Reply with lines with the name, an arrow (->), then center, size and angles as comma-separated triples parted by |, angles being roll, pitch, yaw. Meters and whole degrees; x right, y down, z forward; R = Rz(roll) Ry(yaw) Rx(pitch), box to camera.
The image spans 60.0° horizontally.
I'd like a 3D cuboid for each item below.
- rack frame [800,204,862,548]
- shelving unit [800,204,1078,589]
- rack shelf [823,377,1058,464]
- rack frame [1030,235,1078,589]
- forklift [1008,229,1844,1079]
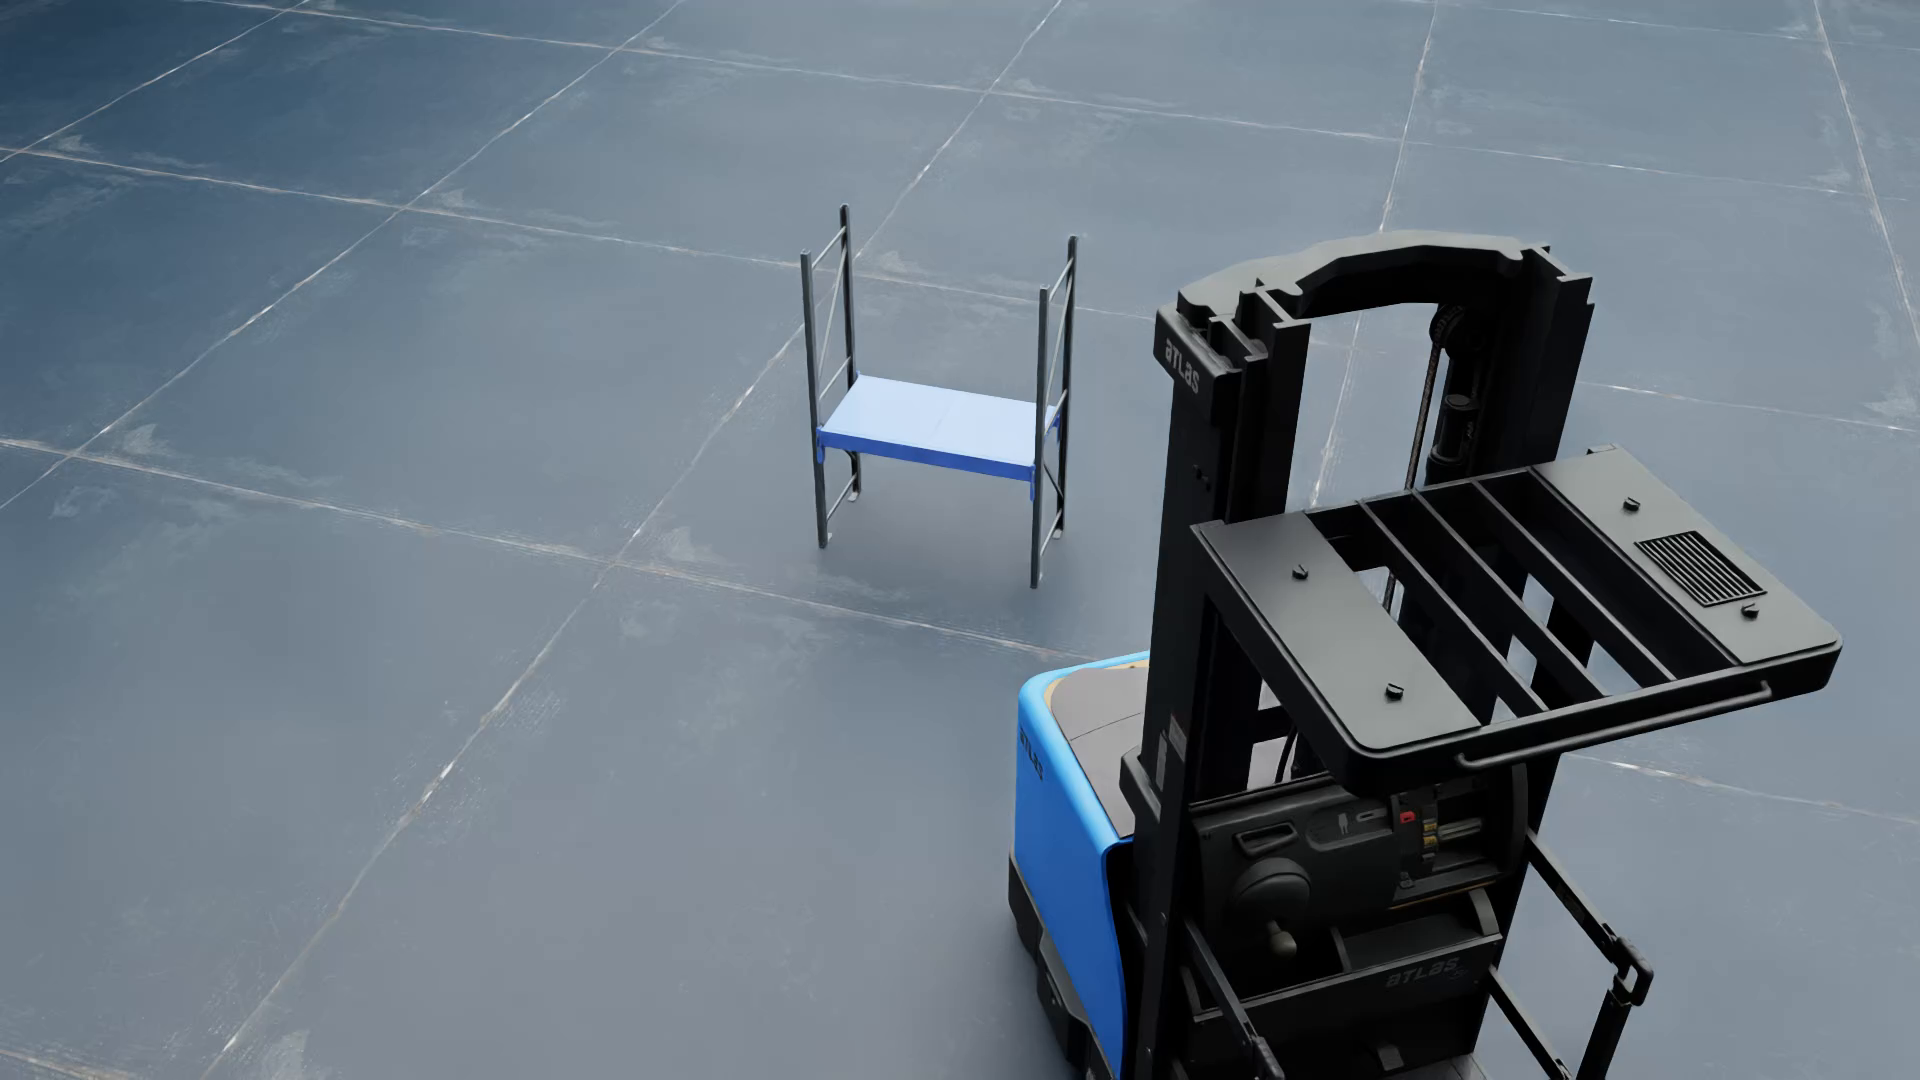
rack frame -> -0.567, -0.709, 7.448 | 0.032, 1.500, 0.500 | 10, 38, 14
shelving unit -> -0.081, -0.619, 7.326 | 1.048, 1.500, 0.500 | 10, 38, 14
rack shelf -> -0.081, -0.514, 7.404 | 0.952, 0.062, 0.459 | 10, 38, 14
rack frame -> 0.404, -0.529, 7.204 | 0.032, 1.500, 0.500 | 10, 38, 14
forklift -> 1.104, 0.870, 4.096 | 1.130, 2.935, 3.031 | -11, 38, -14
